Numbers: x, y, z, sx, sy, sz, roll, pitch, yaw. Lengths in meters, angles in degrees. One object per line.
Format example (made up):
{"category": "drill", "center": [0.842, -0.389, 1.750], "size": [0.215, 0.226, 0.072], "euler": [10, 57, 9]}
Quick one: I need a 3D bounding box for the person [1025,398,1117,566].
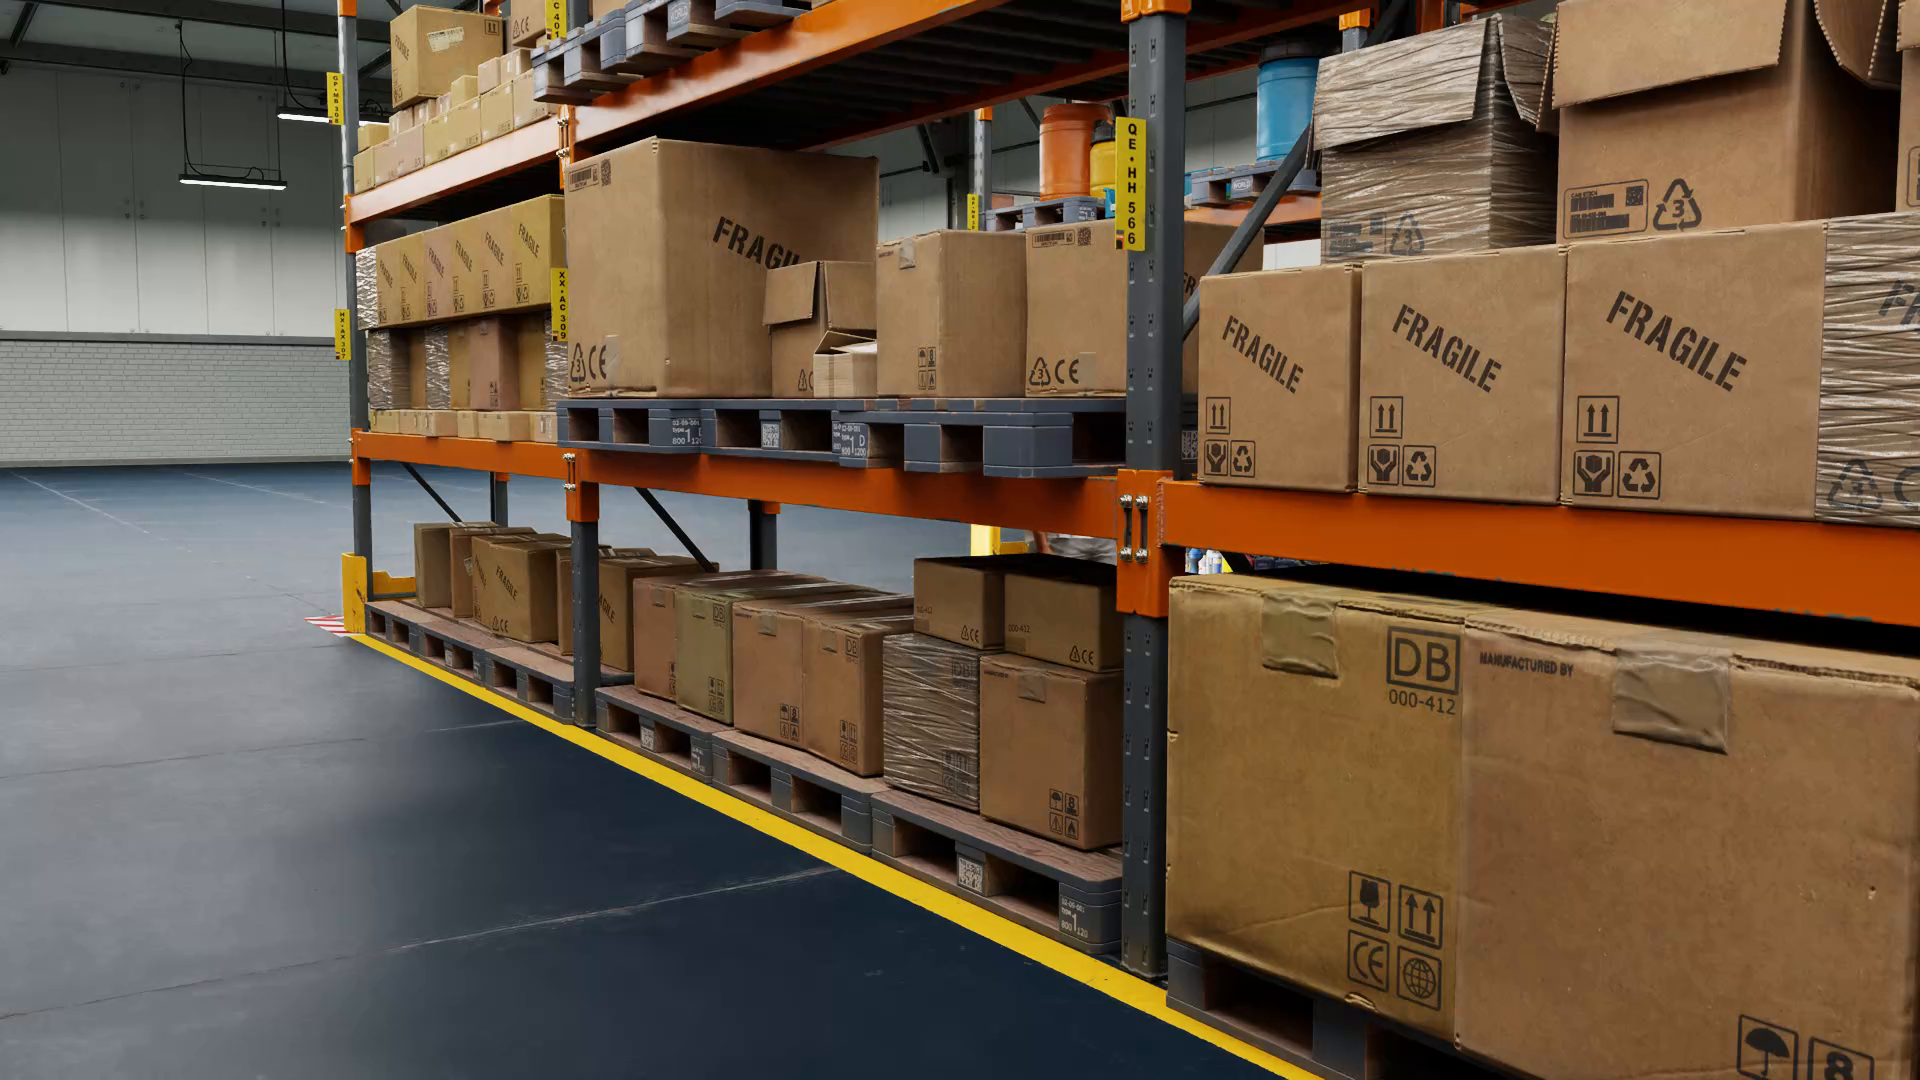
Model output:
{"category": "person", "center": [0.534, 0.046, 7.488], "size": [0.564, 1.667, 0.464], "euler": [-4, 6, -37]}
